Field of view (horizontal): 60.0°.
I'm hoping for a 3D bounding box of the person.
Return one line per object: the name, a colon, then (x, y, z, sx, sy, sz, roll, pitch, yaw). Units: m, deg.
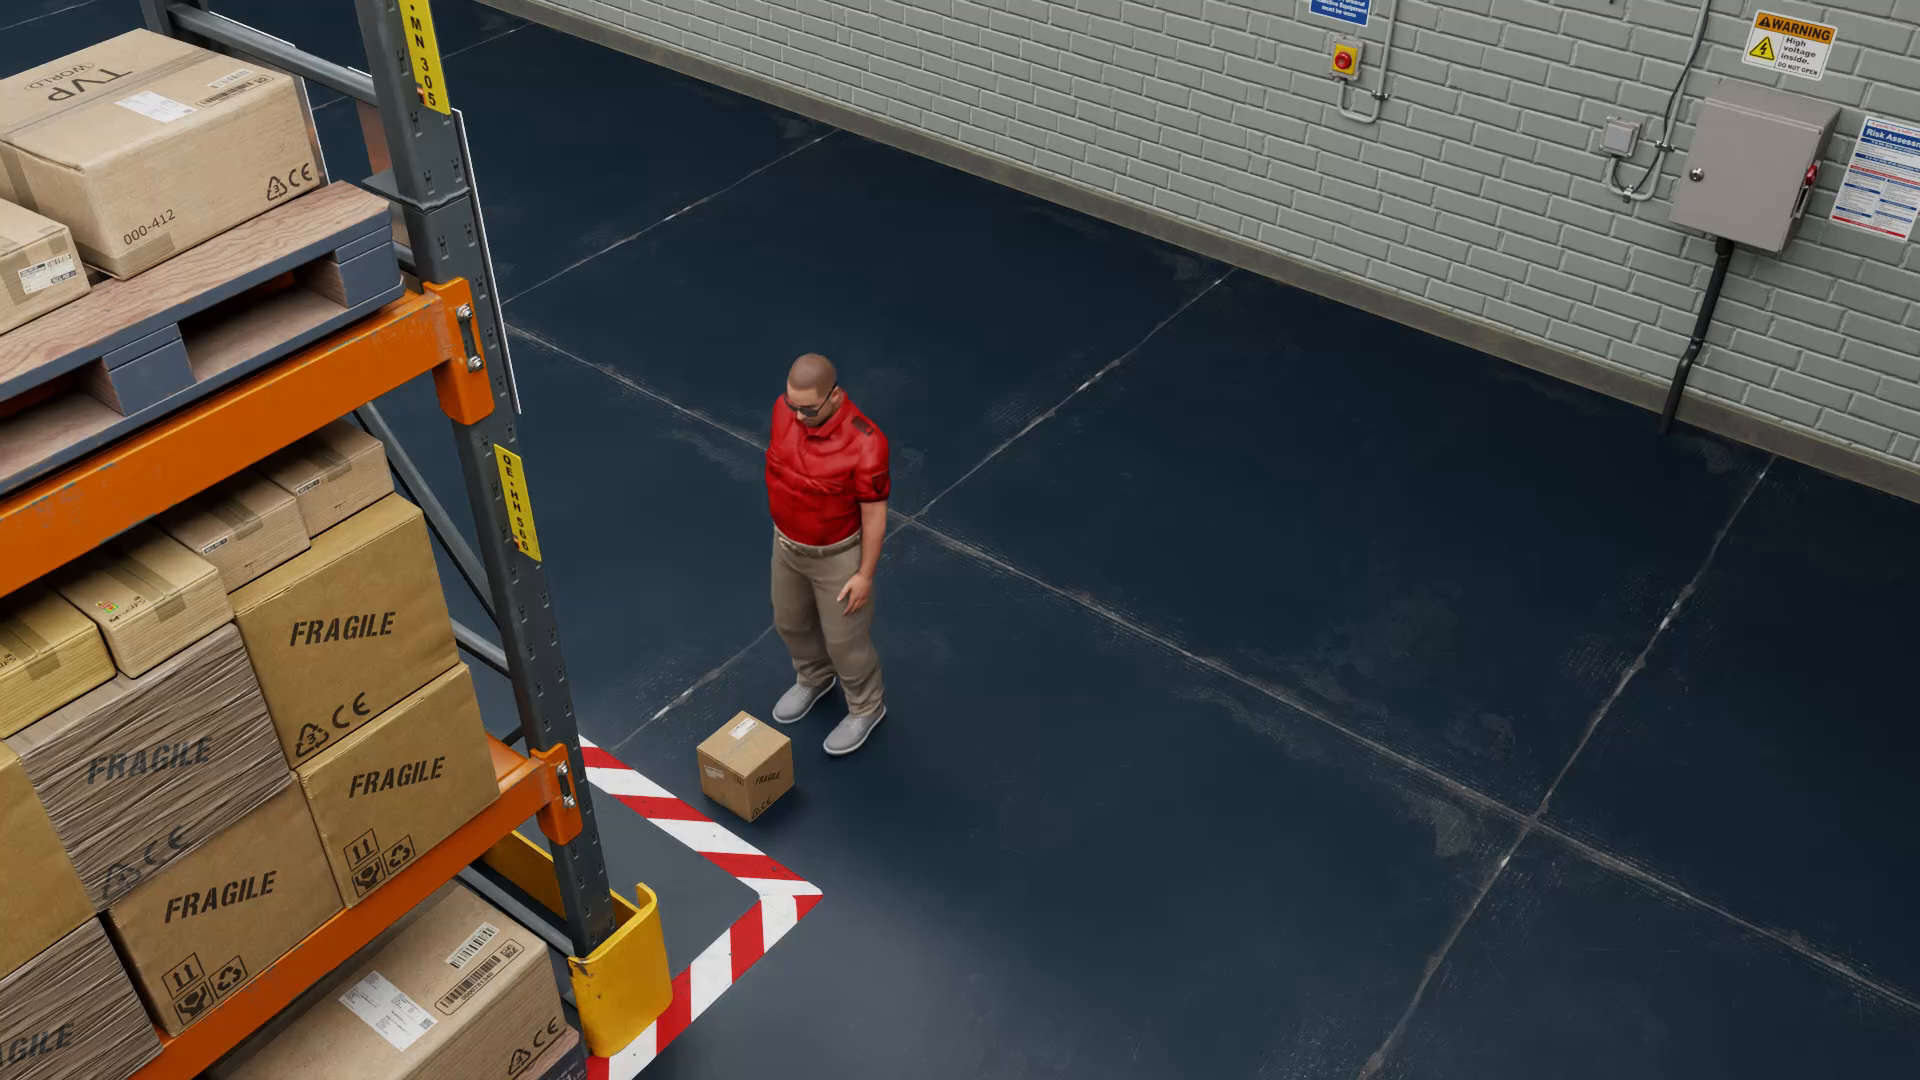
person: (-0.491, 0.050, 6.127, 0.529, 1.711, 0.356, 27, 46, 29)
